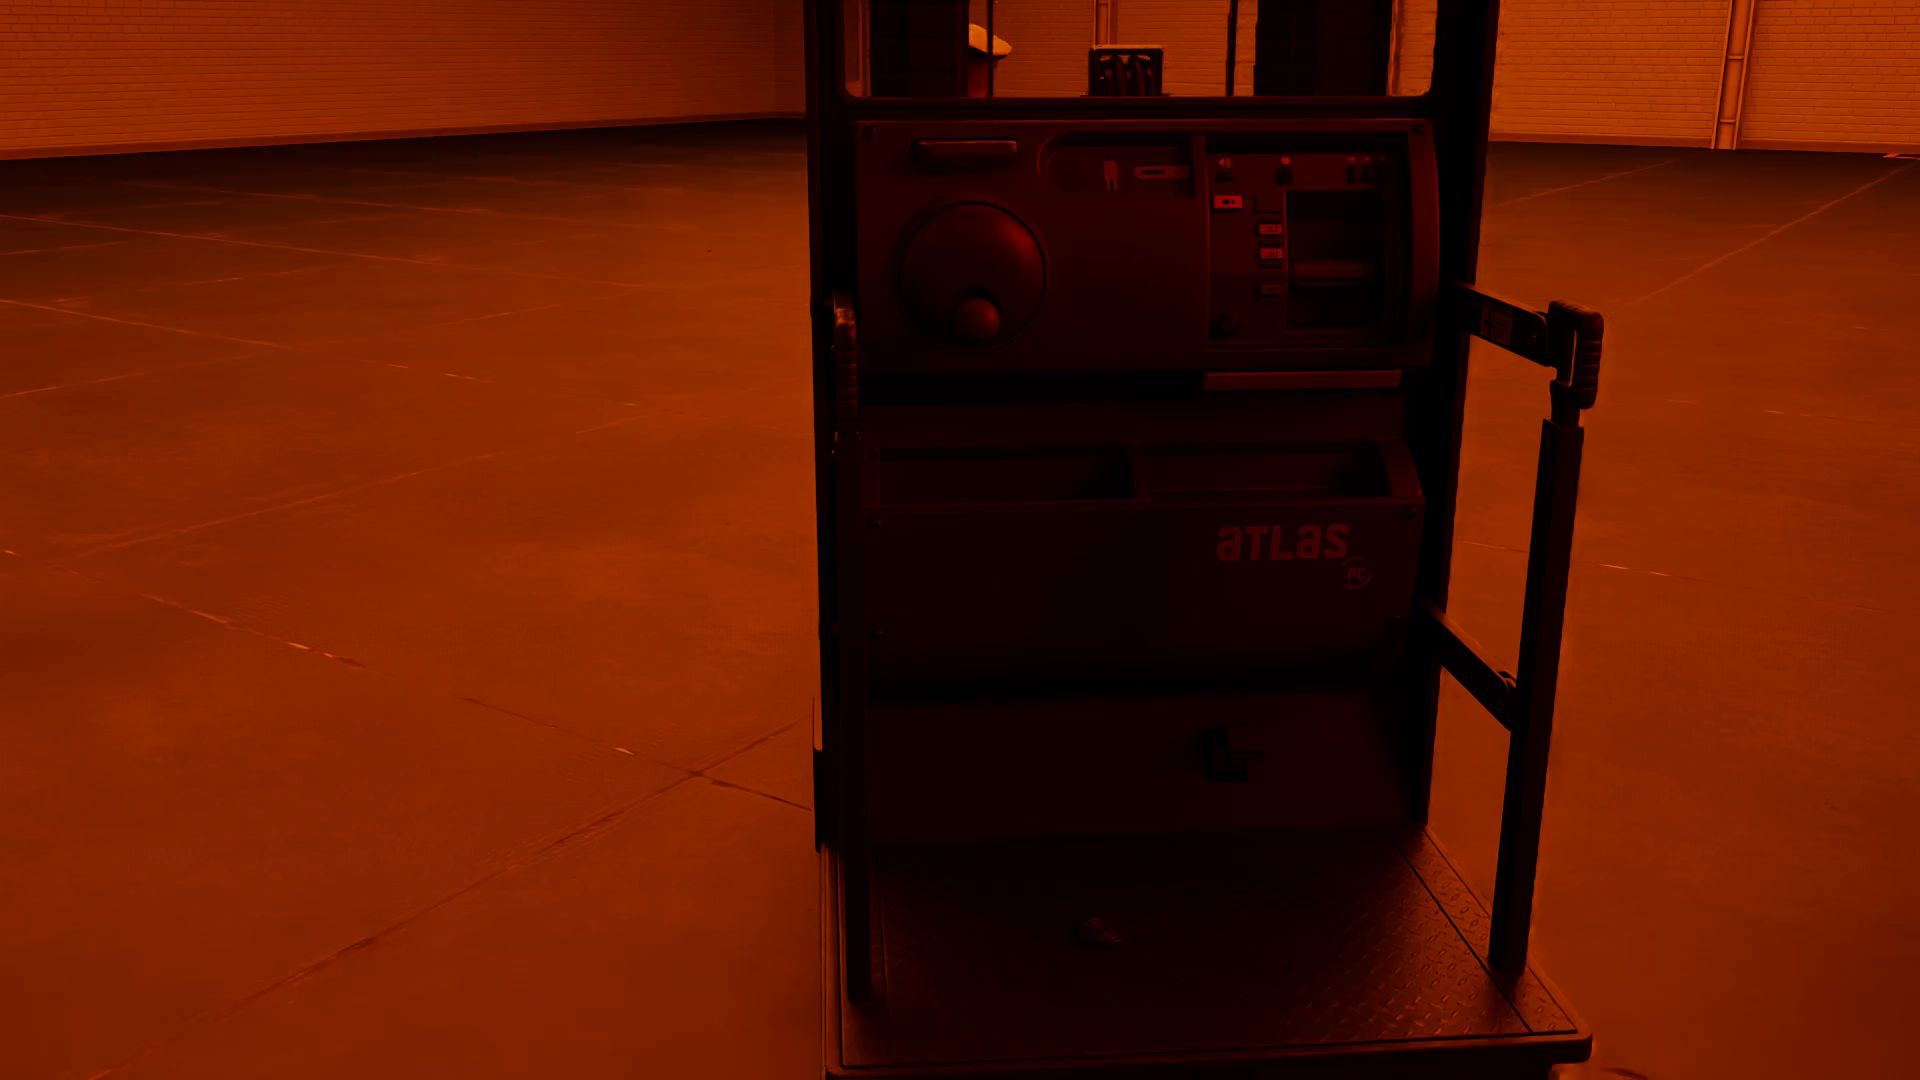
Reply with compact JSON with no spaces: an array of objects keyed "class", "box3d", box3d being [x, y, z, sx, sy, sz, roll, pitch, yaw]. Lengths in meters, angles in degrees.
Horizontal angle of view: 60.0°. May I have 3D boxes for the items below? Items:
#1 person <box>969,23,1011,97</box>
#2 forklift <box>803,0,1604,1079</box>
[{"class":"person","box3d":[-0.058,-0.877,5.743,0.574,1.780,0.640,11,20,33]},{"class":"forklift","box3d":[0.320,-0.480,2.438,1.130,2.935,3.031,-1,17,-5]}]
